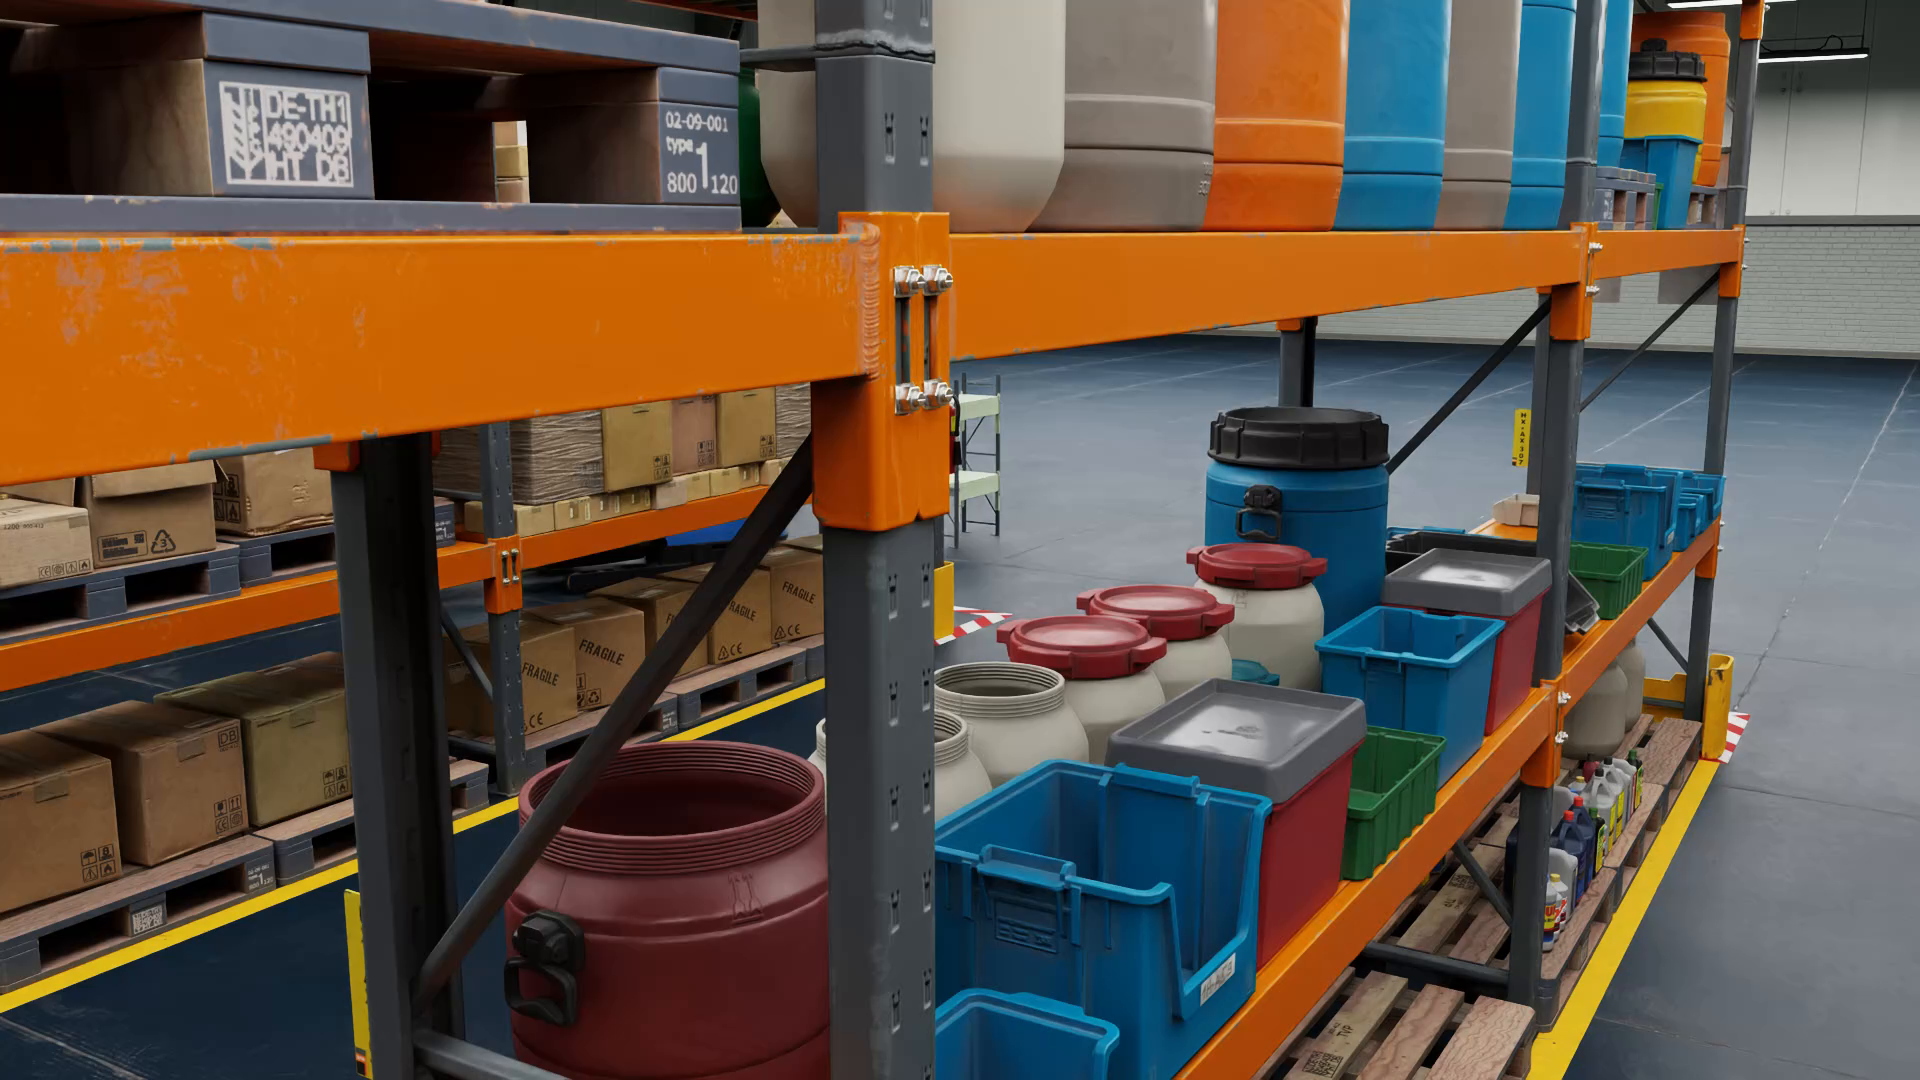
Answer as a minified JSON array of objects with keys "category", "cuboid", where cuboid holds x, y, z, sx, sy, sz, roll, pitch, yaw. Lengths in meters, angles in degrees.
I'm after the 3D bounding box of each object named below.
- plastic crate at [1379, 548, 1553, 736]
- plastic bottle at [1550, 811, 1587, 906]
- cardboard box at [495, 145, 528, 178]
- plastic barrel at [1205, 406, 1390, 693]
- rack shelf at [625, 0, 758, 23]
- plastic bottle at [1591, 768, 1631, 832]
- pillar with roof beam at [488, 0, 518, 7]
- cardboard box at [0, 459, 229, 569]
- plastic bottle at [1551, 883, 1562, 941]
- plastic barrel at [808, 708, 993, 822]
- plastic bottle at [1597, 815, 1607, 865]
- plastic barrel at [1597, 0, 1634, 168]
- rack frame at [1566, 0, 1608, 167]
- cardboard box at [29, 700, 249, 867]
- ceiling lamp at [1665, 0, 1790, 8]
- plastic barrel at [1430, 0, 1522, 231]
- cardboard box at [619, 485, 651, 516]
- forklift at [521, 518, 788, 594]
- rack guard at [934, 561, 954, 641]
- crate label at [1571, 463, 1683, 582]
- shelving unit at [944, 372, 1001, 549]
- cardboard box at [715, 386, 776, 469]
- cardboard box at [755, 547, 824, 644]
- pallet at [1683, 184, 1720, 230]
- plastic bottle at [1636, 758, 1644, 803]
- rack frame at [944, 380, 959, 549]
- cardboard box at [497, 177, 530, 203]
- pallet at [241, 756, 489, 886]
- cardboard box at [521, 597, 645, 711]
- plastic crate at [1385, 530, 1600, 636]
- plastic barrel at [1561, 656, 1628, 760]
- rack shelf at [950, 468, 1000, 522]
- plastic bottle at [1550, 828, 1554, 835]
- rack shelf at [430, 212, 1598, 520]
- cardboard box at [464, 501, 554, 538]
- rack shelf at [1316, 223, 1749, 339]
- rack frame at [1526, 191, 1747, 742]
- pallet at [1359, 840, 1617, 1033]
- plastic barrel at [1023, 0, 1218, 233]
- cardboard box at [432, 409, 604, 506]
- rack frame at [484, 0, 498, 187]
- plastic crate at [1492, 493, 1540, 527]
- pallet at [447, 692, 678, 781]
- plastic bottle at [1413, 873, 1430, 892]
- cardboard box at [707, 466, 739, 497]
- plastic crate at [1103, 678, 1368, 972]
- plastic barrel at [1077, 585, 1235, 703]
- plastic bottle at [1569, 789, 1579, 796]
[{"category":"plastic crate","cuboid":[1.597,0.312,5.256,0.402,0.464,0.583,6,12,31]},{"category":"plastic bottle","cuboid":[2.361,1.237,6.494,0.144,0.351,0.185,7,13,32]},{"category":"cardboard box","cuboid":[-2.214,-1.853,8.169,0.380,0.149,0.250,6,12,29]},{"category":"plastic barrel","cuboid":[1.128,0.024,5.608,0.600,0.901,0.708,6,12,31]},{"category":"rack shelf","cuboid":[-1.608,-3.143,9.546,1.077,0.370,4.000,6,12,31]},{"category":"plastic bottle","cuboid":[2.859,1.122,7.314,0.152,0.276,0.135,6,12,29]},{"category":"pillar with roof beam","cuboid":[-4.505,-6.685,26.506,9.100,9.000,0.548,6,12,31]},{"category":"cardboard box","cuboid":[-3.467,-0.210,6.800,0.797,0.503,0.637,8,13,36]},{"category":"plastic bottle","cuboid":[2.180,1.374,6.171,0.097,0.201,0.097,0,11,0]},{"category":"plastic barrel","cuboid":[-0.138,0.630,3.427,0.421,0.512,0.421,0,11,0]},{"category":"plastic bottle","cuboid":[2.626,1.238,6.892,0.097,0.201,0.097,0,11,0]},{"category":"plastic barrel","cuboid":[2.195,-1.835,6.245,0.600,0.901,0.708,6,12,31]},{"category":"rack frame","cuboid":[1.587,-2.710,5.272,1.000,3.000,0.127,6,12,31]},{"category":"cardboard box","cuboid":[-3.537,1.034,7.175,0.700,0.500,0.500,5,12,26]},{"category":"ceiling lamp","cuboid":[10.834,-8.922,22.590,2.000,3.185,0.800,6,12,31]},{"category":"plastic barrel","cuboid":[1.169,-1.279,4.415,0.600,0.901,0.600,0,11,0]},{"category":"cardboard box","cuboid":[-1.908,-0.237,9.044,0.380,0.149,0.250,6,12,31]},{"category":"forklift","cuboid":[-2.979,-1.131,13.325,3.031,2.935,1.130,-6,12,-28]},{"category":"rack guard","cuboid":[-0.609,0.377,11.878,1.175,0.500,0.348,6,12,31]},{"category":"crate label","cuboid":[2.940,-0.093,7.497,0.502,0.435,0.616,6,12,31]},{"category":"shelving unit","cuboid":[0.003,-0.738,15.118,0.431,1.500,0.755,6,12,31]},{"category":"cardboard box","cuboid":[-1.601,-0.733,9.934,0.875,0.500,0.500,6,12,31]},{"category":"cardboard box","cuboid":[-1.189,0.352,10.868,0.500,0.500,0.500,-10,14,-43]},{"category":"pallet","cuboid":[3.151,-1.651,8.281,1.003,0.211,1.213,6,12,31]},{"category":"plastic bottle","cuboid":[3.085,1.099,7.635,0.097,0.201,0.097,0,11,0]},{"category":"rack frame","cuboid":[-0.187,-0.681,14.810,0.400,1.500,0.023,6,12,31]},{"category":"cardboard box","cuboid":[-2.193,-1.682,8.337,0.500,0.250,0.500,6,12,28]},{"category":"pallet","cuboid":[-3.049,1.259,7.954,1.003,0.211,1.213,6,12,31]},{"category":"cardboard box","cuboid":[-2.113,0.638,9.344,0.500,0.500,0.500,-9,14,-39]},{"category":"plastic crate","cuboid":[1.968,0.199,6.205,0.767,0.338,0.504,6,12,31]},{"category":"plastic barrel","cuboid":[3.127,0.816,8.362,0.421,0.512,0.421,0,11,0]},{"category":"rack shelf","cuboid":[0.003,-0.418,15.178,0.431,0.370,0.720,6,12,31]},{"category":"plastic bottle","cuboid":[2.333,1.242,6.685,0.097,0.271,0.097,0,11,0]},{"category":"rack shelf","cuboid":[0.549,-0.568,3.934,1.077,0.370,4.000,6,12,31]},{"category":"cardboard box","cuboid":[-2.277,-0.116,8.402,0.380,0.149,0.250,6,12,31]},{"category":"rack shelf","cuboid":[2.626,-1.197,7.295,1.077,0.370,4.000,6,12,31]},{"category":"rack frame","cuboid":[3.664,-0.391,9.185,1.000,3.000,0.127,6,12,31]},{"category":"pallet","cuboid":[1.972,1.508,6.624,1.003,0.211,1.213,6,12,31]},{"category":"plastic barrel","cuboid":[0.122,-0.962,2.721,0.600,0.901,0.600,0,11,0]},{"category":"cardboard box","cuboid":[-2.359,-0.495,8.662,0.875,0.500,0.500,6,12,31]},{"category":"rack frame","cuboid":[-2.646,-3.183,7.800,1.000,3.000,0.127,6,12,31]},{"category":"plastic crate","cuboid":[2.924,-0.151,8.621,0.298,0.136,0.250,6,12,31]},{"category":"pallet","cuboid":[-2.327,1.027,9.191,1.003,0.211,1.213,6,12,31]},{"category":"plastic bottle","cuboid":[1.798,1.209,6.642,0.144,0.351,0.185,6,12,31]},{"category":"cardboard box","cuboid":[-1.510,-0.353,9.669,0.380,0.149,0.250,6,12,31]},{"category":"plastic crate","cuboid":[0.611,0.611,3.660,0.402,0.464,0.583,6,12,31]},{"category":"plastic barrel","cuboid":[0.522,0.417,4.504,0.433,0.535,0.433,0,11,0]},{"category":"plastic bottle","cuboid":[2.650,1.180,7.204,0.097,0.201,0.097,0,11,0]}]
